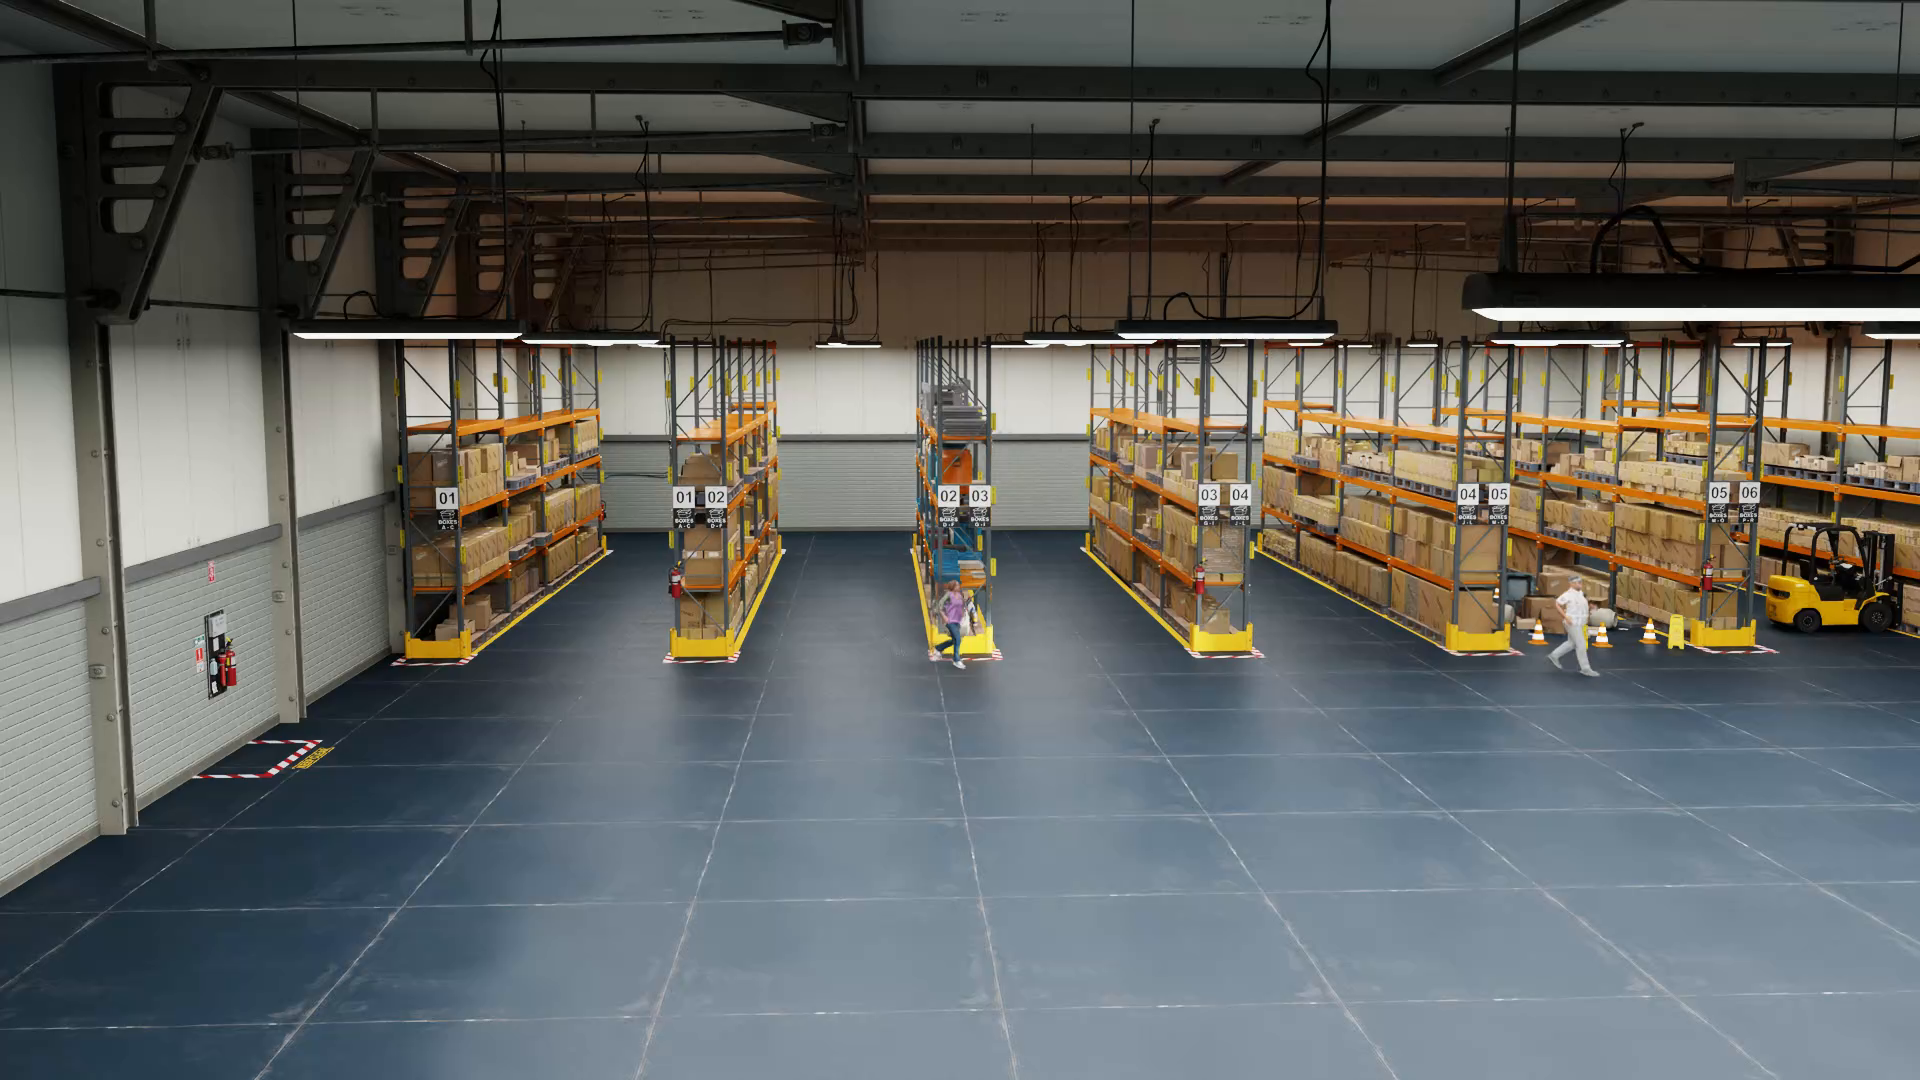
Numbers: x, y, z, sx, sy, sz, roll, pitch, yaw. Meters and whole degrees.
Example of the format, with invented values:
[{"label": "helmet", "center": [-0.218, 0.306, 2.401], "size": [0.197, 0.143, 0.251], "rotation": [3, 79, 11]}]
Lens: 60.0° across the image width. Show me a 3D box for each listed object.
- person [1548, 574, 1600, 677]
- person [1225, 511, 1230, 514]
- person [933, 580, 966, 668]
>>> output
[{"label": "person", "center": [10.884, 1.479, 29.433], "size": [0.988, 1.769, 0.662], "rotation": [5, 8, 40]}, {"label": "person", "center": [7.030, -0.236, 44.569], "size": [0.667, 1.789, 1.041], "rotation": [-1, 7, -9]}, {"label": "person", "center": [-0.151, 1.514, 30.307], "size": [0.723, 1.586, 0.561], "rotation": [5, 8, 37]}]
